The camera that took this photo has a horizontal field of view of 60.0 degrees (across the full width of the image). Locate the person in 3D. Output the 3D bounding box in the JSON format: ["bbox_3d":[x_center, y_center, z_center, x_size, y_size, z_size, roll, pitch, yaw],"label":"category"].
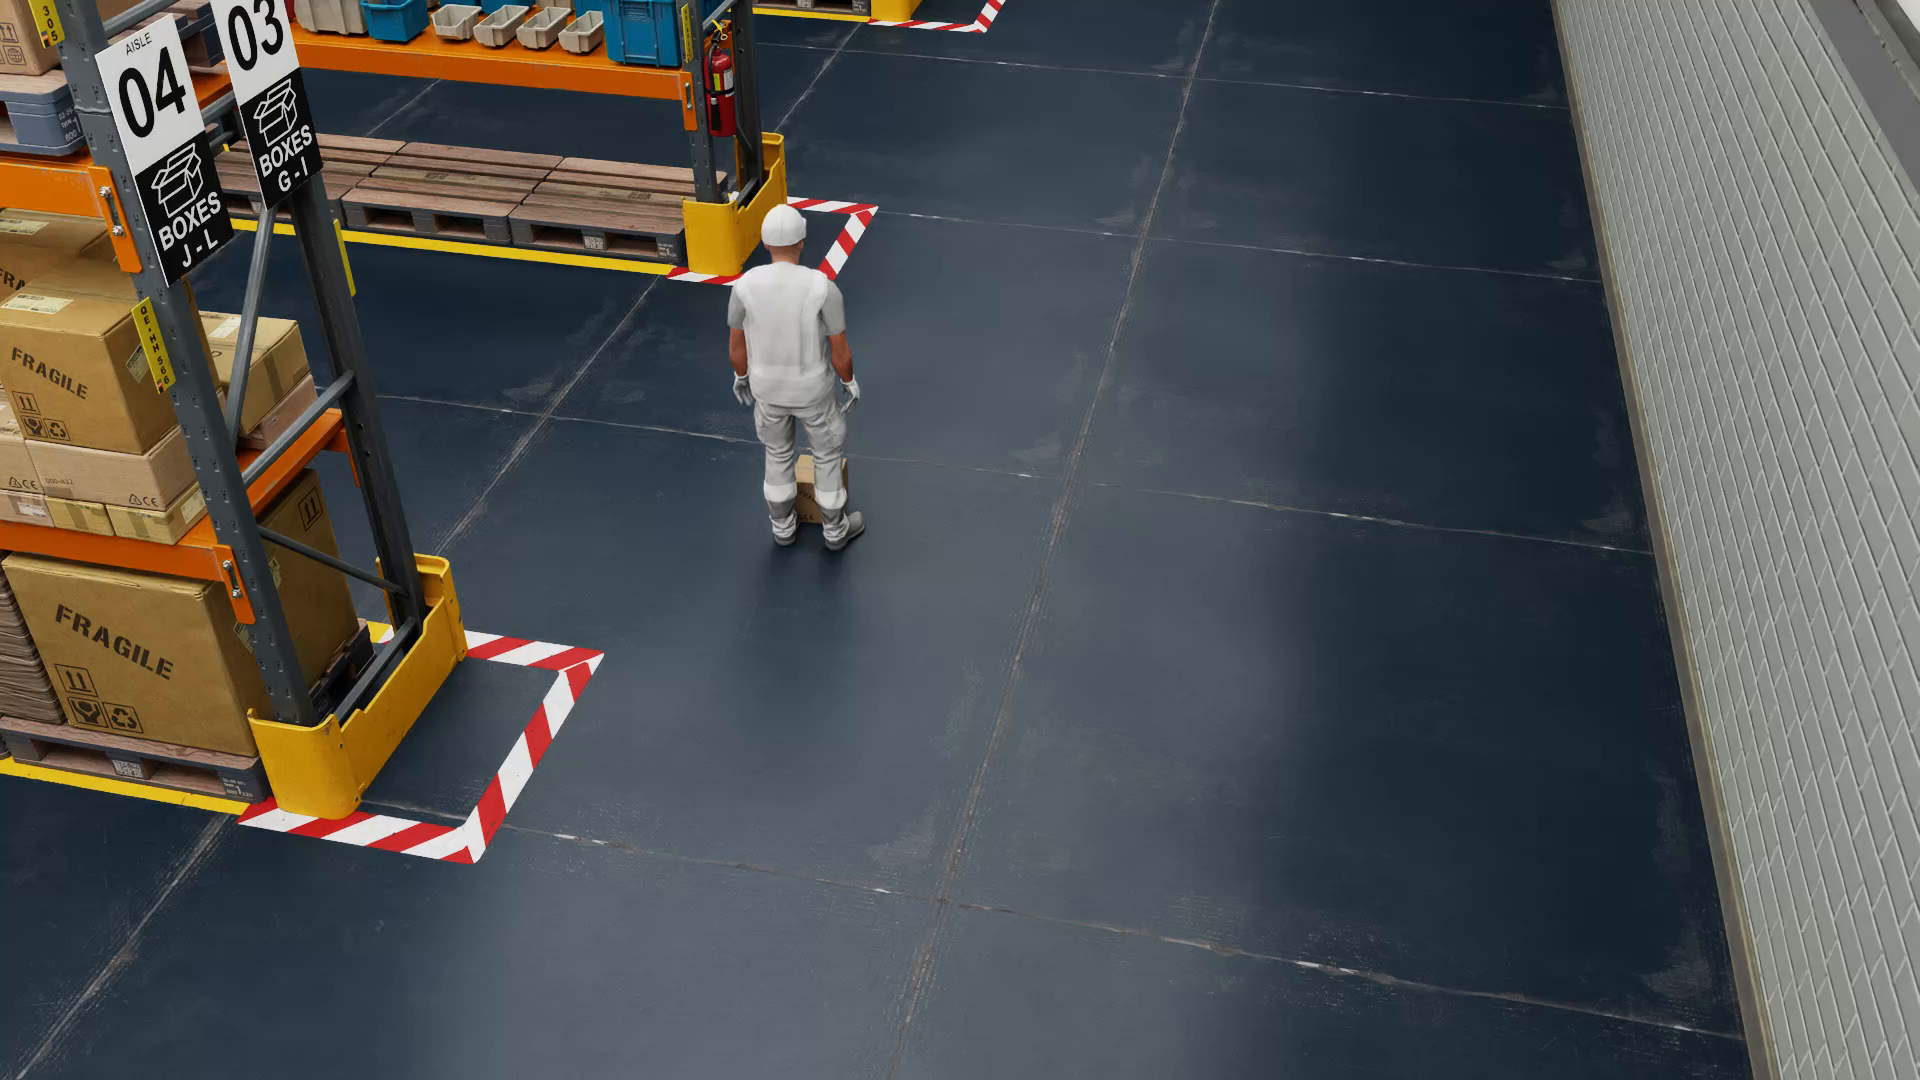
[{"bbox_3d":[-0.791,-0.748,7.971,0.620,1.781,0.445,6,37,8],"label":"person"}]
